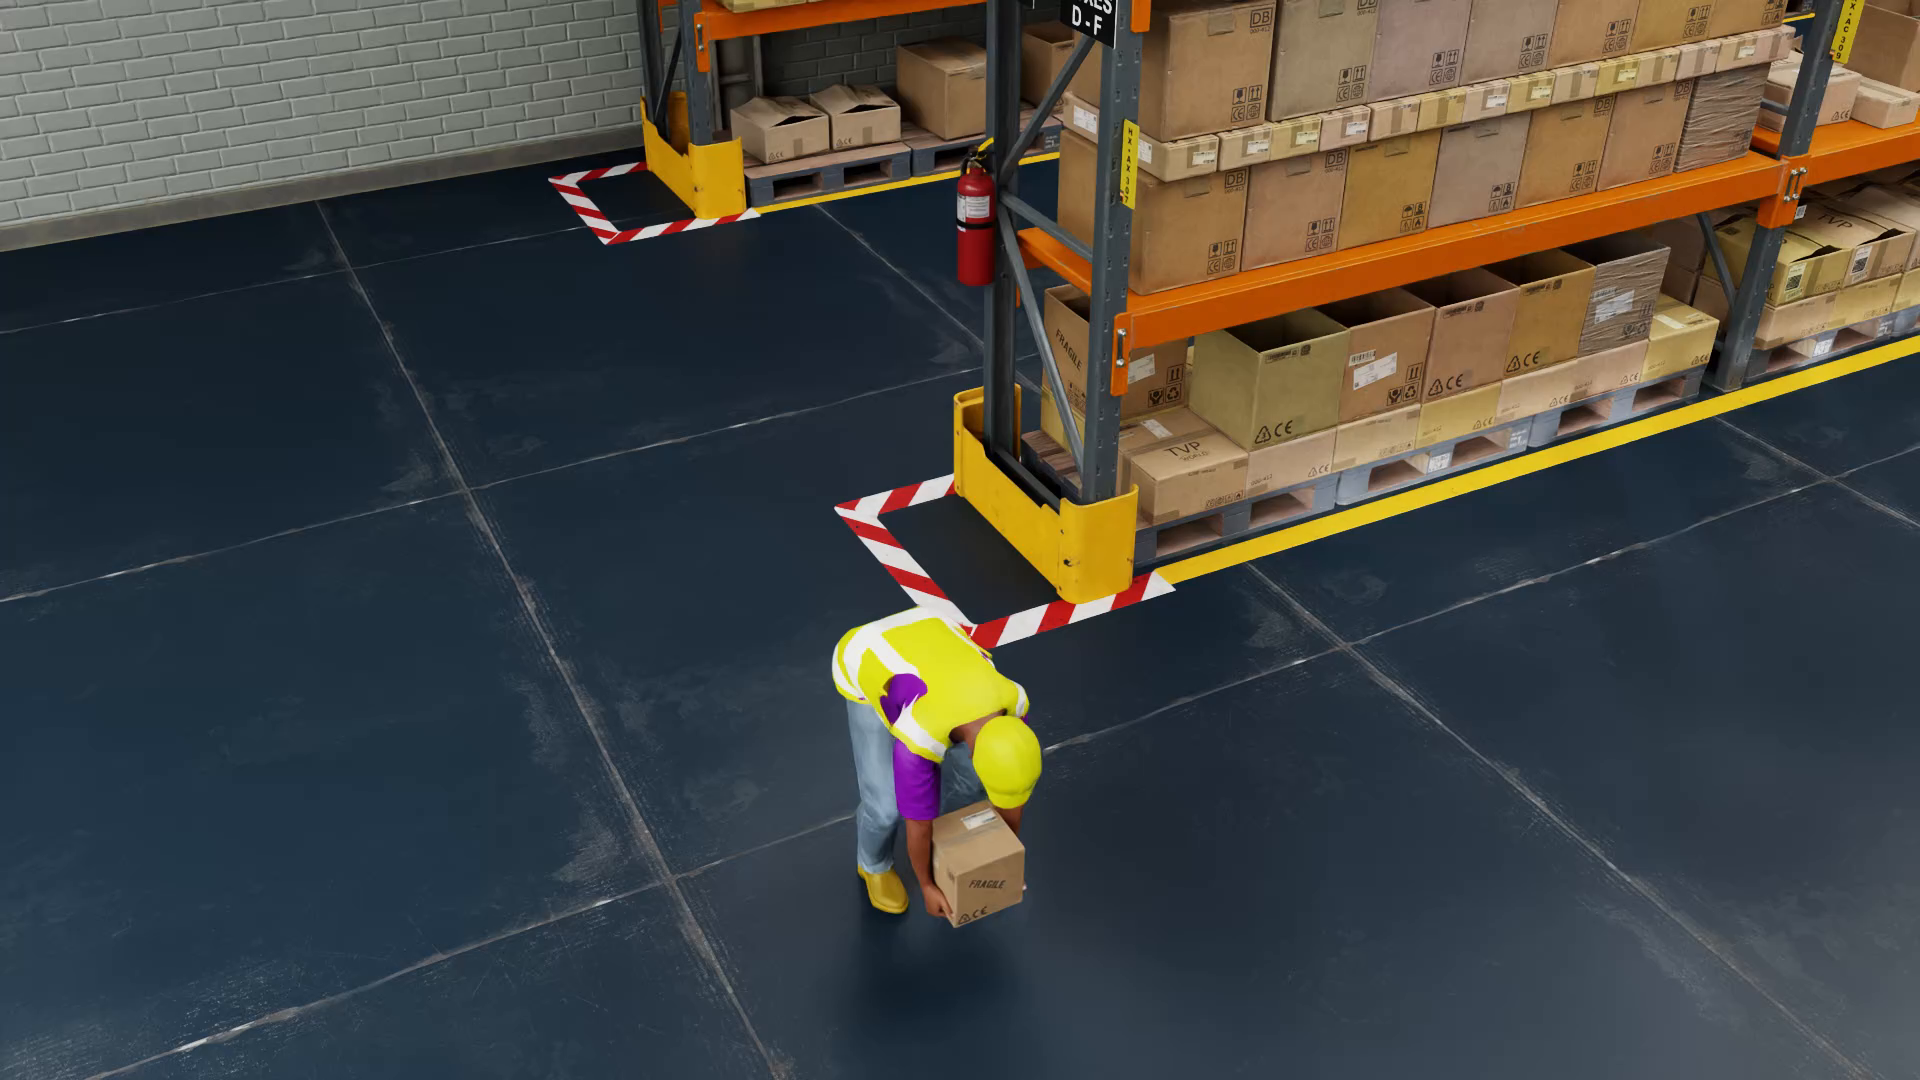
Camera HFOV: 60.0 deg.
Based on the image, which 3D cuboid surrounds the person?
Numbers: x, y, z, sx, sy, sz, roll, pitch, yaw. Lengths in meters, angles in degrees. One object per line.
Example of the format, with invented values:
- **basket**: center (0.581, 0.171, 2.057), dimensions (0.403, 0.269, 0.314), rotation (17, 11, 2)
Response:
- **person**: center (-0.040, 0.823, 5.435), dimensions (0.477, 1.119, 0.979), rotation (-17, 37, -25)
